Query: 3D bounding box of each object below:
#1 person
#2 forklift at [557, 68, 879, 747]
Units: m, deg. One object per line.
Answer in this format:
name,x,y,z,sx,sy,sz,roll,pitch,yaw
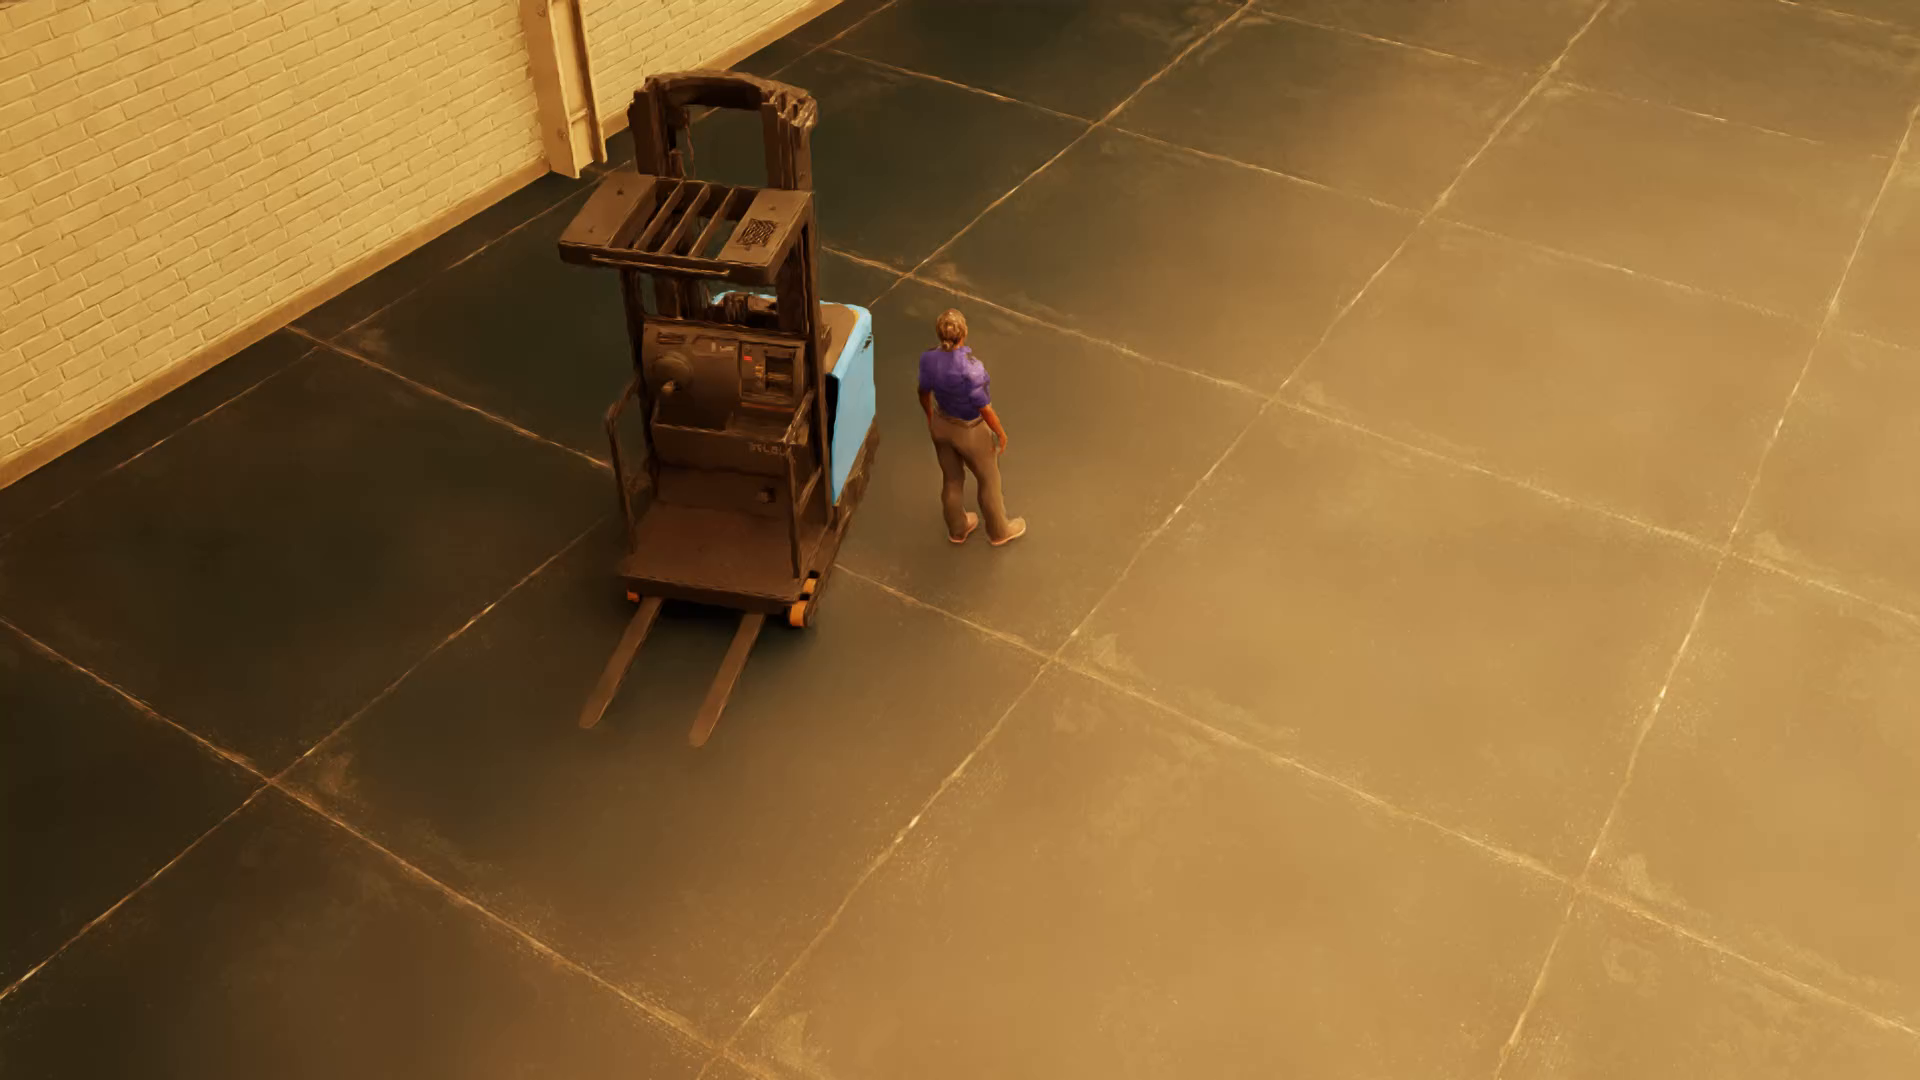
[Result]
person,0.064,-0.678,9.743,0.570,1.654,0.503,22,45,24
forklift,-1.348,-0.880,9.006,1.130,2.935,3.031,8,41,9
